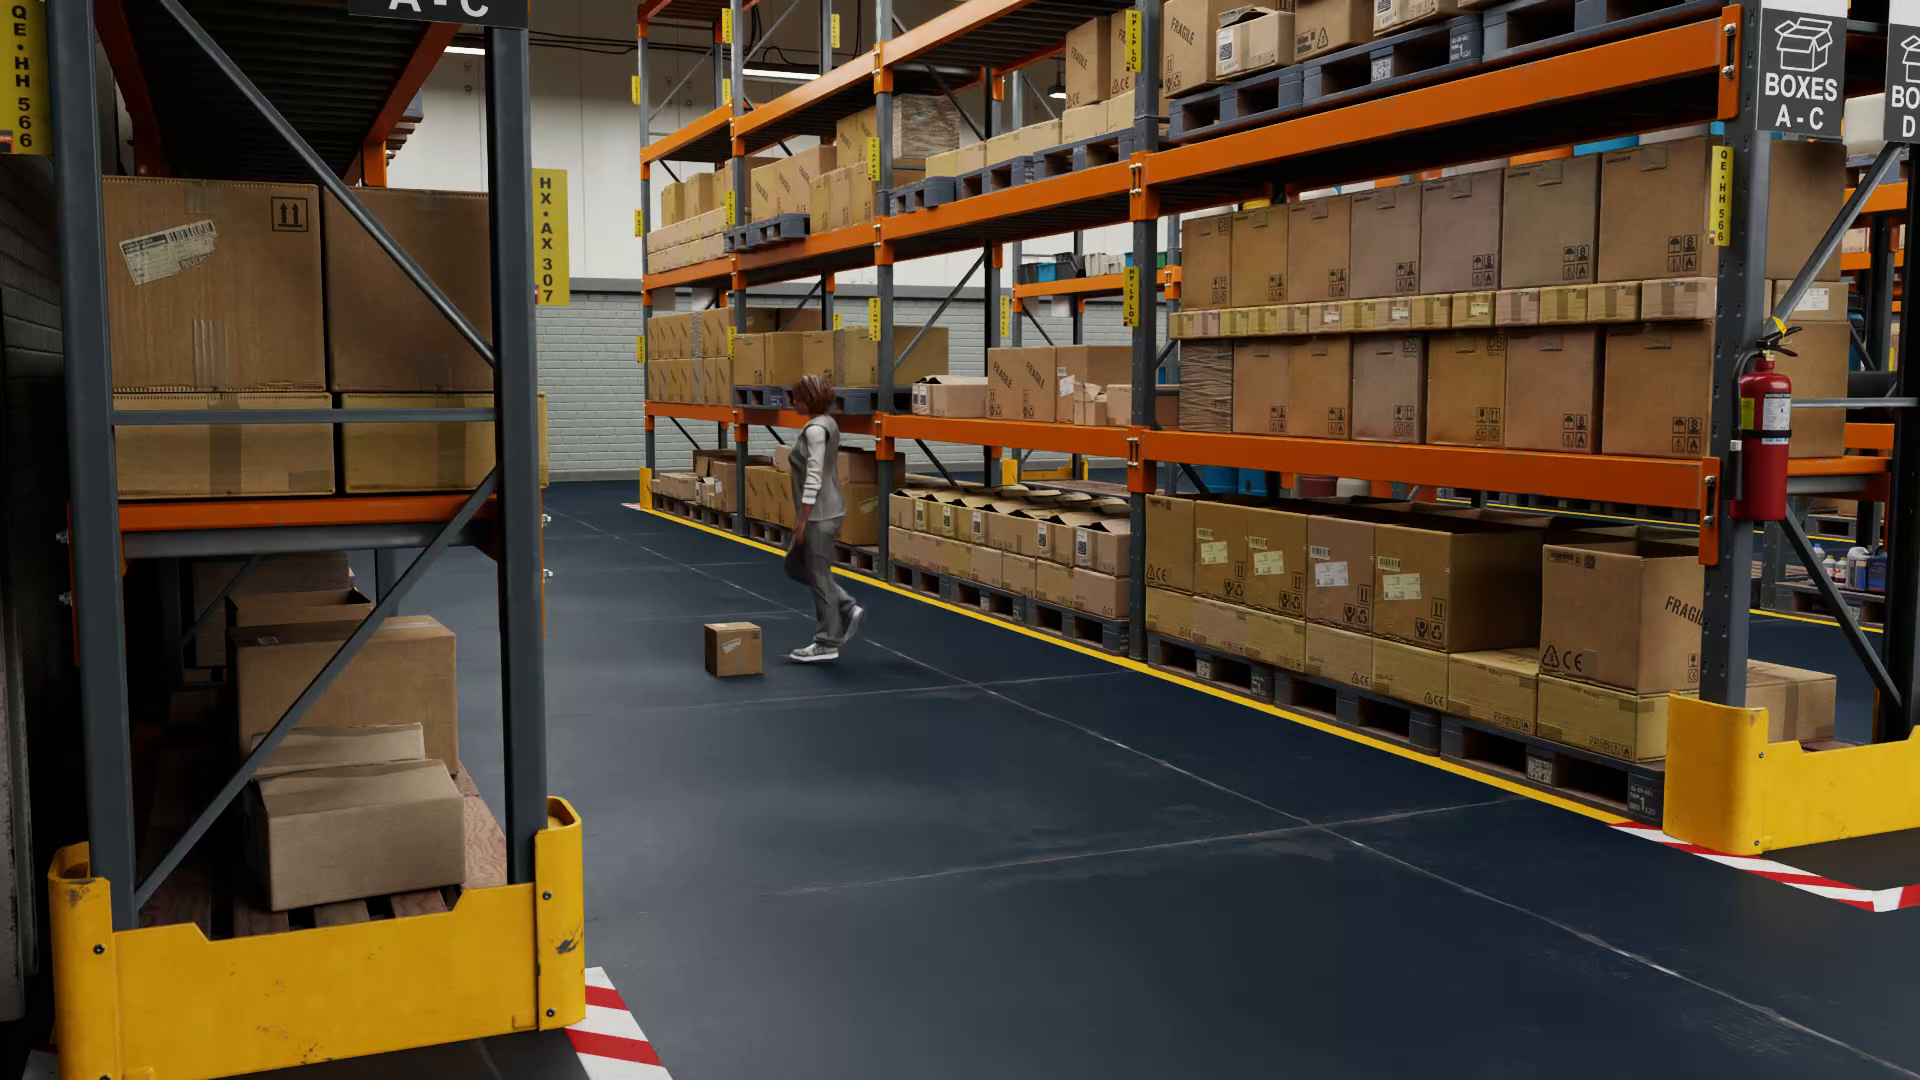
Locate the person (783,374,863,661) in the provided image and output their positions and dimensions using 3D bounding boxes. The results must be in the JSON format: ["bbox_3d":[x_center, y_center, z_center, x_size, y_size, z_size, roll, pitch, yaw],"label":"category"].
[{"bbox_3d":[-0.770,-0.117,9.201,0.449,1.598,0.468,0,6,0],"label":"person"}]
